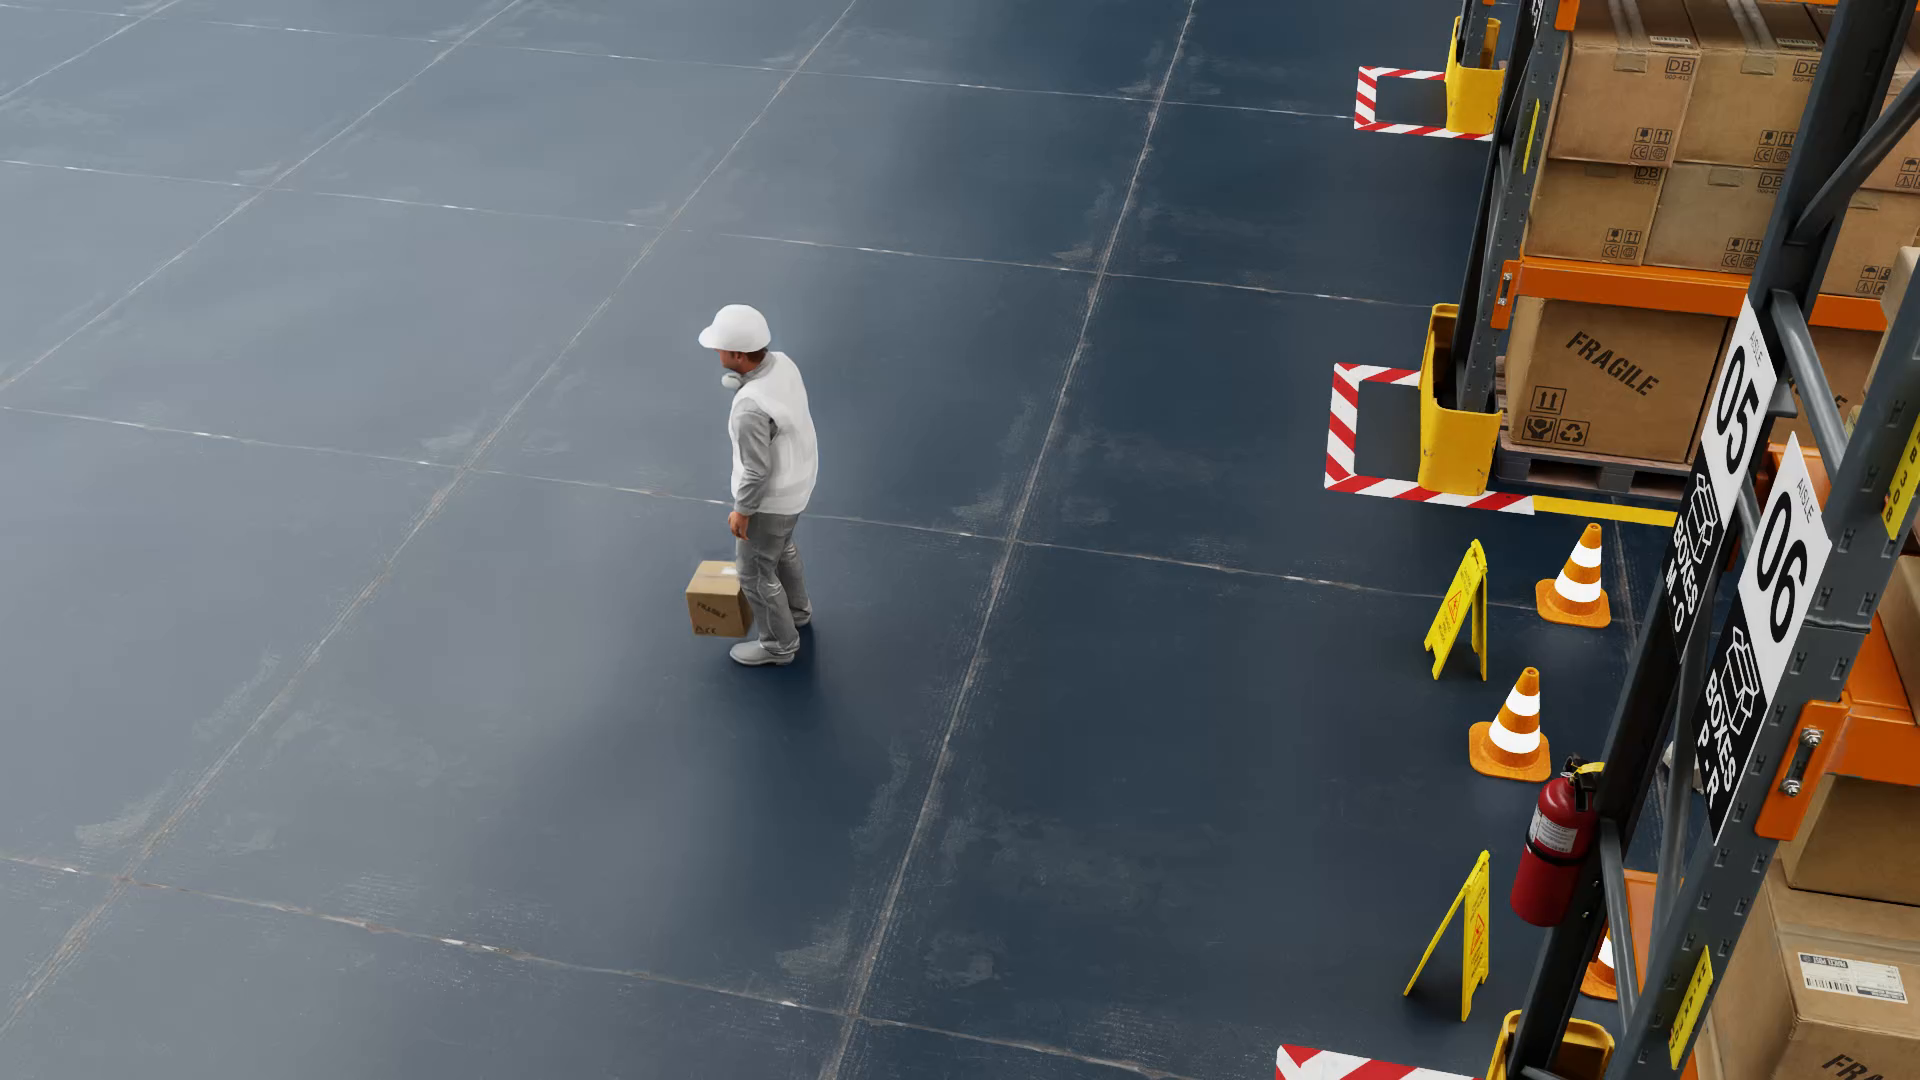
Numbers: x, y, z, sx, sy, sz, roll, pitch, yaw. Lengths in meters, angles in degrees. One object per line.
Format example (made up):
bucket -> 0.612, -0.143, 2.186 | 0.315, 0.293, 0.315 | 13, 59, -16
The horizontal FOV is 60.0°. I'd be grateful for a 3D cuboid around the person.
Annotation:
person -> -0.843, -0.235, 7.261 | 0.450, 1.773, 0.568 | 6, 37, 8
